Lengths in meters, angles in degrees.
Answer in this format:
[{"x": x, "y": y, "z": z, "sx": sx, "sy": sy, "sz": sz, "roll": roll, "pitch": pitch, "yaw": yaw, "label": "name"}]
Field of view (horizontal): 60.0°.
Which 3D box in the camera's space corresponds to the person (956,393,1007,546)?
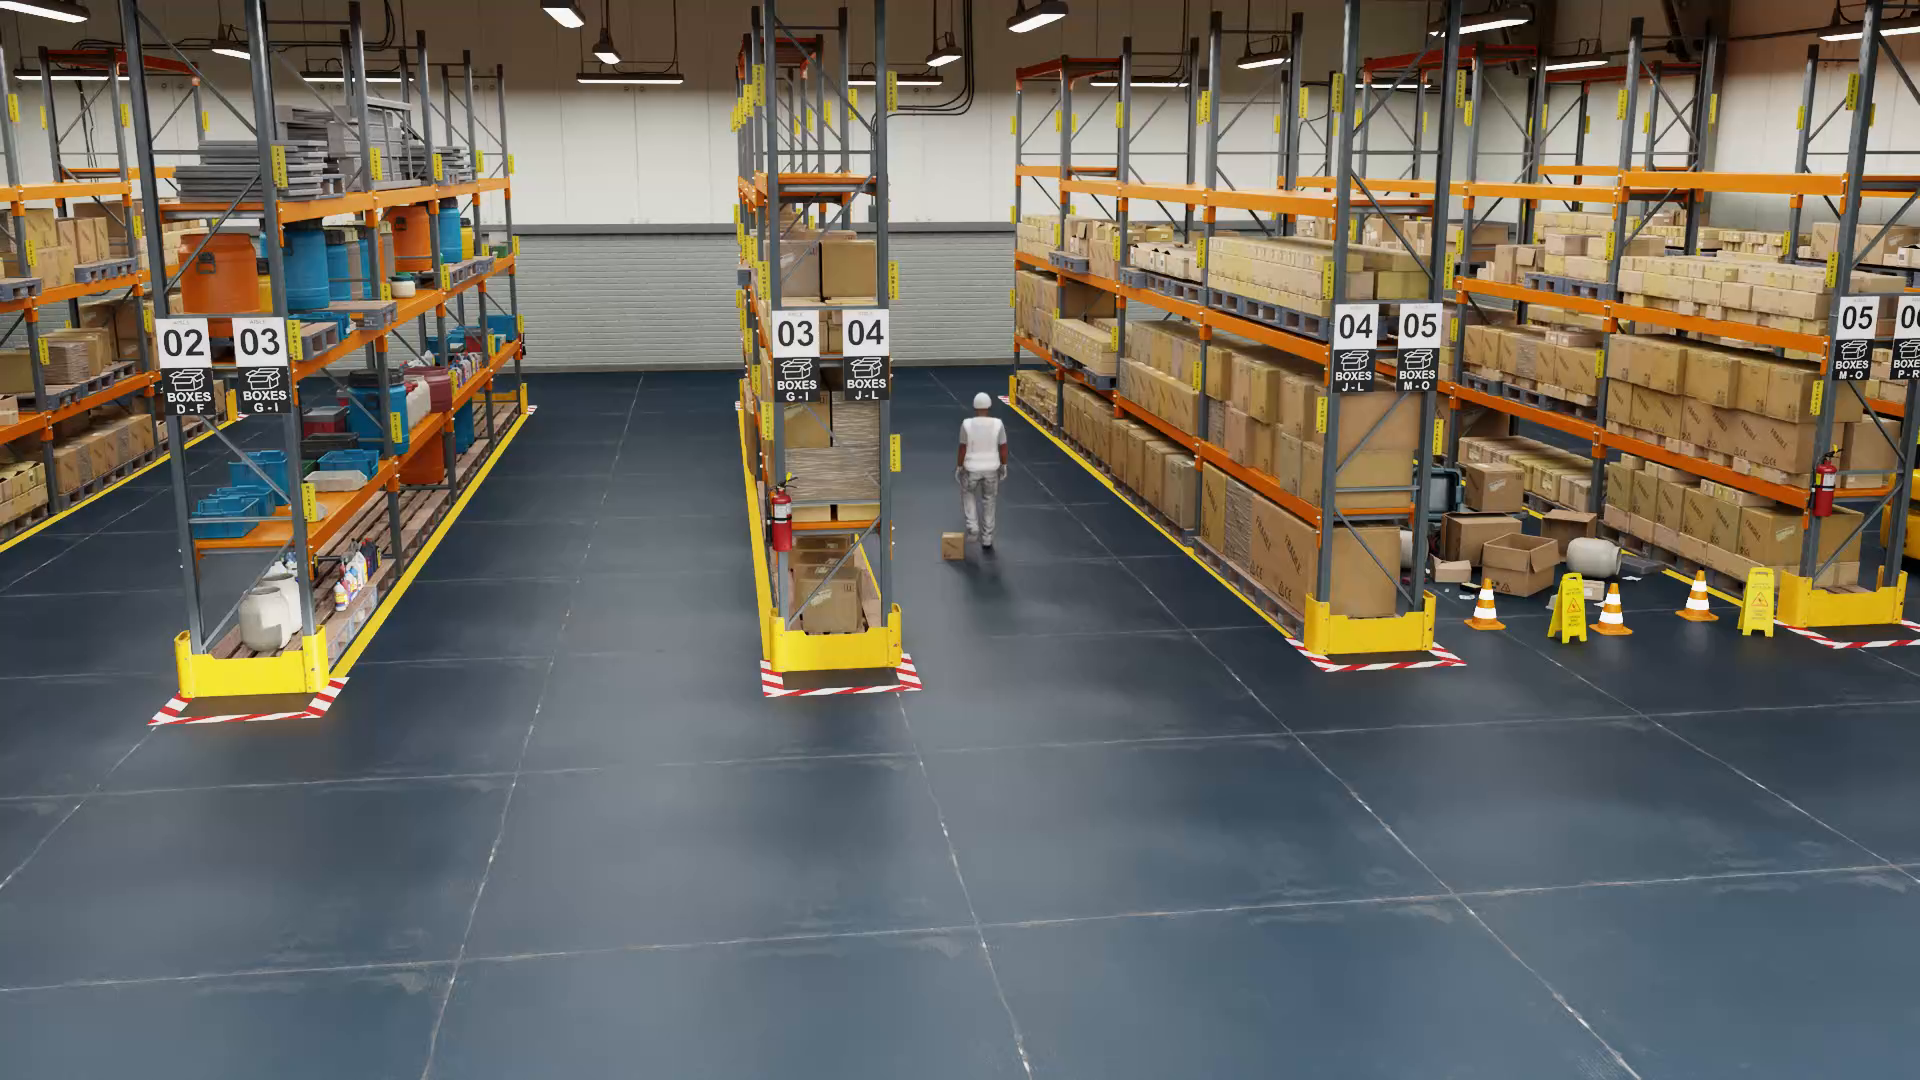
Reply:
[{"x": 0.251, "y": -0.827, "z": 19.470, "sx": 0.604, "sy": 1.816, "sz": 0.487, "roll": 0, "pitch": 13, "yaw": 1, "label": "person"}]
